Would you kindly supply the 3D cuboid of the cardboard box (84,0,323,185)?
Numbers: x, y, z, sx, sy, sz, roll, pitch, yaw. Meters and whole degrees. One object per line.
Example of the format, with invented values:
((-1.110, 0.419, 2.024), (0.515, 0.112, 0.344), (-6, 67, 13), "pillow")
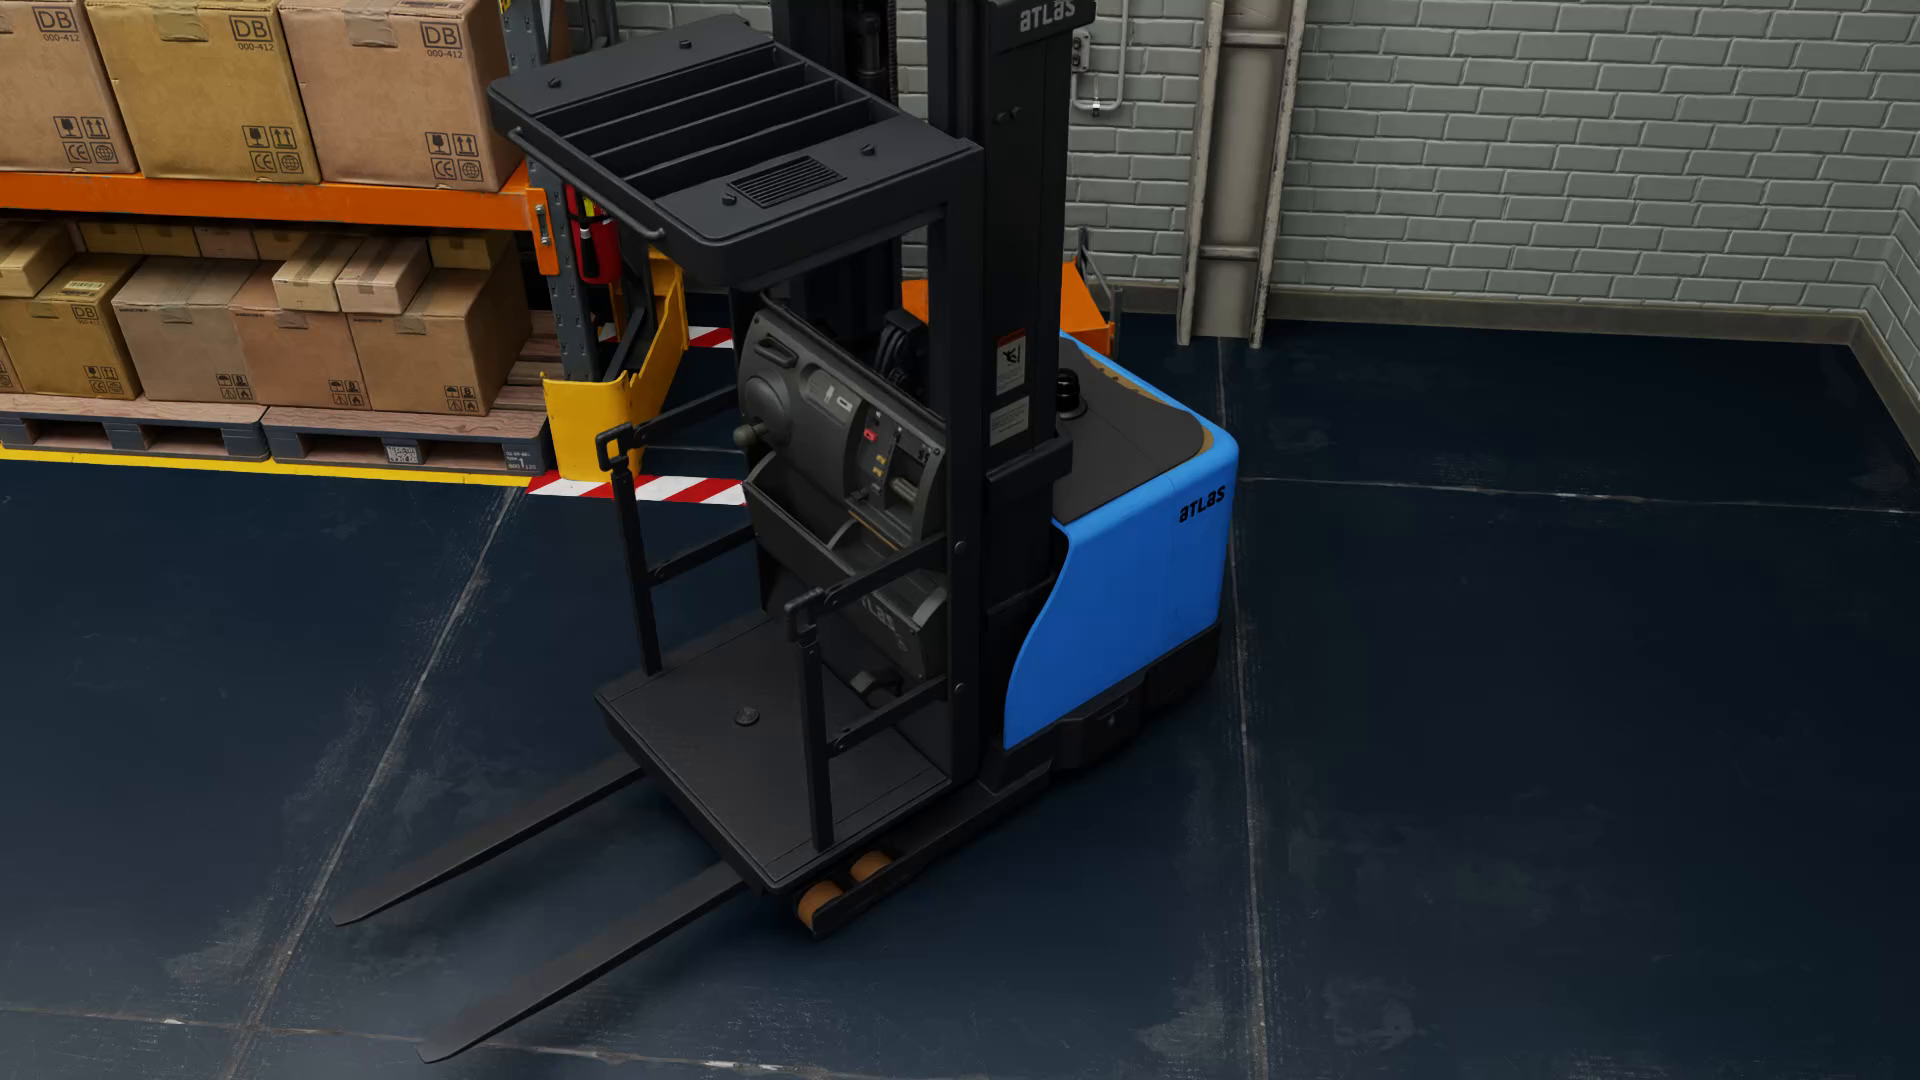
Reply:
((-2.757, -1.950, 6.532), (0.700, 0.700, 0.980), (3, 39, 3), "cardboard box")

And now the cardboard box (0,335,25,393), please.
((-4.271, -1.056, 7.319), (0.500, 0.500, 0.700), (3, 39, 3), "cardboard box")

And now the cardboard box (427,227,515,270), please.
((-2.086, -1.319, 7.128), (0.250, 0.149, 0.380), (3, 39, 4), "cardboard box")

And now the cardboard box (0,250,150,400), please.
((-3.760, -1.027, 7.283), (0.500, 0.500, 0.700), (4, 39, 5), "cardboard box")

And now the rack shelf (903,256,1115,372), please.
((0.032, -0.787, 6.361), (1.000, 0.278, 0.538), (-8, 40, -9), "rack shelf")

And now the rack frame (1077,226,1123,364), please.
((0.529, -0.628, 6.630), (0.032, 1.125, 0.500), (-8, 40, -9), "rack frame")

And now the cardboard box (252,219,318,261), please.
((-2.840, -1.360, 7.178), (0.250, 0.149, 0.380), (3, 39, 4), "cardboard box")

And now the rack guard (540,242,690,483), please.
((-1.498, -0.809, 7.347), (0.348, 0.500, 1.175), (3, 39, 4), "rack guard")

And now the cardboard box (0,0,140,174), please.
((-3.516, -1.997, 6.590), (0.700, 0.700, 0.980), (1, 39, 2), "cardboard box")

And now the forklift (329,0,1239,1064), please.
((-0.523, -0.279, 4.771), (3.031, 2.935, 1.130), (-27, 46, -29), "forklift")

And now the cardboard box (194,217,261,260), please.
((-3.094, -1.373, 7.194), (0.250, 0.149, 0.380), (4, 39, 4), "cardboard box")

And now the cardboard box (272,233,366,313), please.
((-2.626, -1.106, 6.866), (0.250, 0.149, 0.380), (4, 39, 5), "cardboard box")

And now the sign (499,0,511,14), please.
((-1.583, -1.980, 5.701), (0.005, 0.325, 0.100), (3, 39, 4), "sign")

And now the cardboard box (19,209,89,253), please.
((-3.859, -1.414, 7.245), (0.250, 0.149, 0.380), (4, 39, 4), "cardboard box")

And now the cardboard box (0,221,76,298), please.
((-3.925, -1.175, 6.951), (0.250, 0.149, 0.380), (2, 39, 3), "cardboard box")

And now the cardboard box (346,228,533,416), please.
((-2.228, -0.948, 7.186), (0.500, 0.500, 0.700), (3, 39, 4), "cardboard box")

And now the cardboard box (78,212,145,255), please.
((-3.602, -1.401, 7.228), (0.250, 0.149, 0.380), (2, 39, 3), "cardboard box")

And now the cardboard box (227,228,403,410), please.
((-2.727, -0.975, 7.220), (0.500, 0.500, 0.700), (3, 39, 4), "cardboard box")

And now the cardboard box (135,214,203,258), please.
((-3.349, -1.387, 7.211), (0.250, 0.149, 0.380), (4, 39, 4), "cardboard box")

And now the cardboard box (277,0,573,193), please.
((-2.031, -1.917, 6.492), (0.700, 0.700, 0.980), (5, 39, 6), "cardboard box")

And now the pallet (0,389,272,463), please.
((-3.537, -0.760, 7.517), (1.213, 0.211, 1.003), (3, 39, 4), "pallet")

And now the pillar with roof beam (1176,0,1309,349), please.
((0.871, -1.796, 1.828), (0.400, 9.000, 9.100), (3, 39, 4), "pillar with roof beam")

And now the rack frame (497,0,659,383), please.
((-1.522, -1.779, 6.560), (0.127, 3.000, 1.000), (3, 39, 4), "rack frame")

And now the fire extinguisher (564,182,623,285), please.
((-1.412, -1.306, 6.335), (0.183, 0.674, 0.296), (3, 39, 4), "fire extinguisher")

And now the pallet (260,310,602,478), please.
((-2.325, -0.692, 7.433), (1.213, 0.211, 1.003), (3, 39, 4), "pallet")

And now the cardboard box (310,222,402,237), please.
((-2.591, -1.346, 7.161), (0.250, 0.149, 0.380), (3, 39, 4), "cardboard box")

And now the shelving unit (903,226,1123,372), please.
((0.032, -0.560, 6.546), (1.048, 1.125, 0.538), (-8, 40, -9), "shelving unit")

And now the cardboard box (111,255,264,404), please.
((-3.228, -1.002, 7.253), (0.500, 0.500, 0.700), (2, 39, 2), "cardboard box")

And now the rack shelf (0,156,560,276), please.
((-3.515, -1.609, 6.921), (4.000, 0.370, 1.077), (3, 39, 4), "rack shelf")

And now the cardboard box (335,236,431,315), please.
((-2.372, -1.092, 6.849), (0.250, 0.149, 0.380), (3, 39, 3), "cardboard box")

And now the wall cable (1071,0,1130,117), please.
((-0.165, -2.699, 6.885), (1.851, 1.984, 0.084), (3, 39, 4), "wall cable")

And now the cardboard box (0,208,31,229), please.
((-4.111, -1.428, 7.262), (0.250, 0.149, 0.380), (2, 39, 2), "cardboard box")
